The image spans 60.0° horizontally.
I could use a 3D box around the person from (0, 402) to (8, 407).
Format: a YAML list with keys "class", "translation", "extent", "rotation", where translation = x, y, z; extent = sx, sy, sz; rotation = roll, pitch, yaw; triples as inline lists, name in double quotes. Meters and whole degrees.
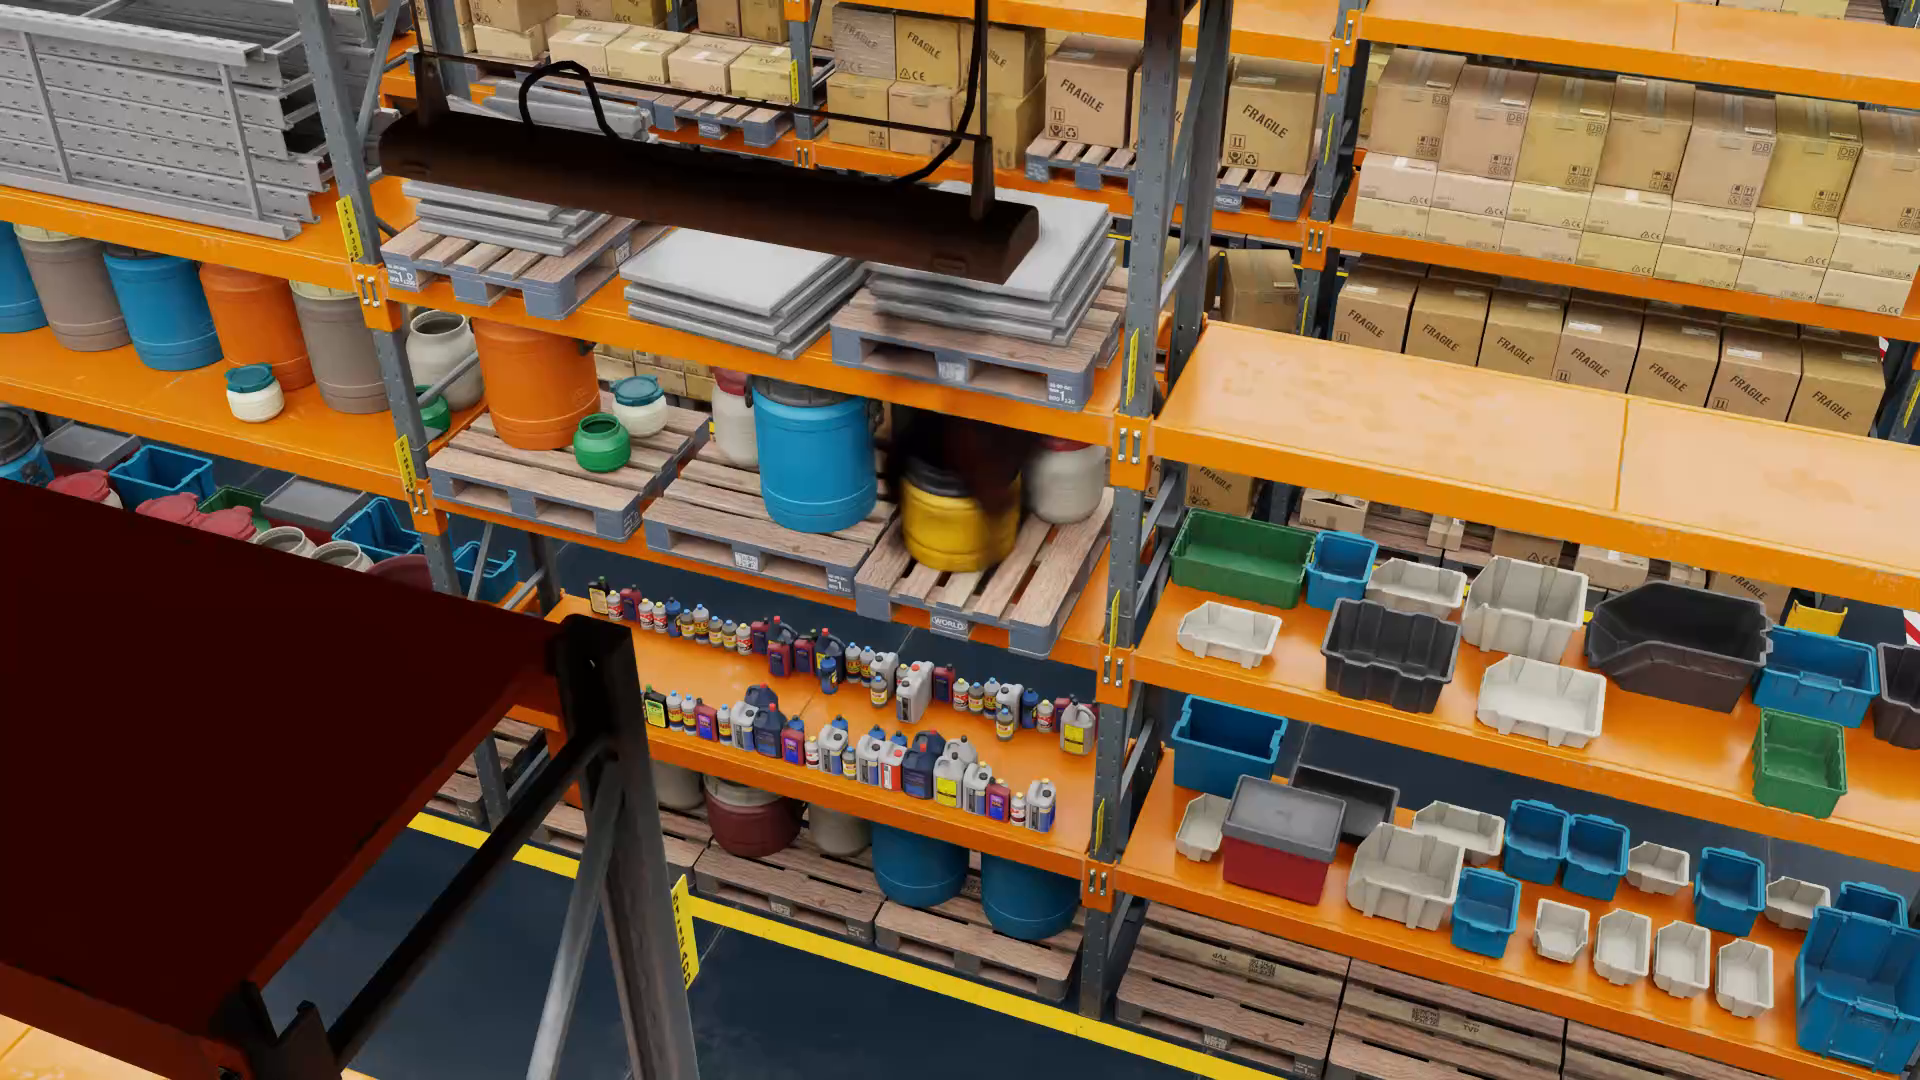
- class: "person"
  translation: [-7.949, -1.202, 13.604]
  extent: [0.903, 1.676, 0.595]
  rotation: [7, 37, 10]
